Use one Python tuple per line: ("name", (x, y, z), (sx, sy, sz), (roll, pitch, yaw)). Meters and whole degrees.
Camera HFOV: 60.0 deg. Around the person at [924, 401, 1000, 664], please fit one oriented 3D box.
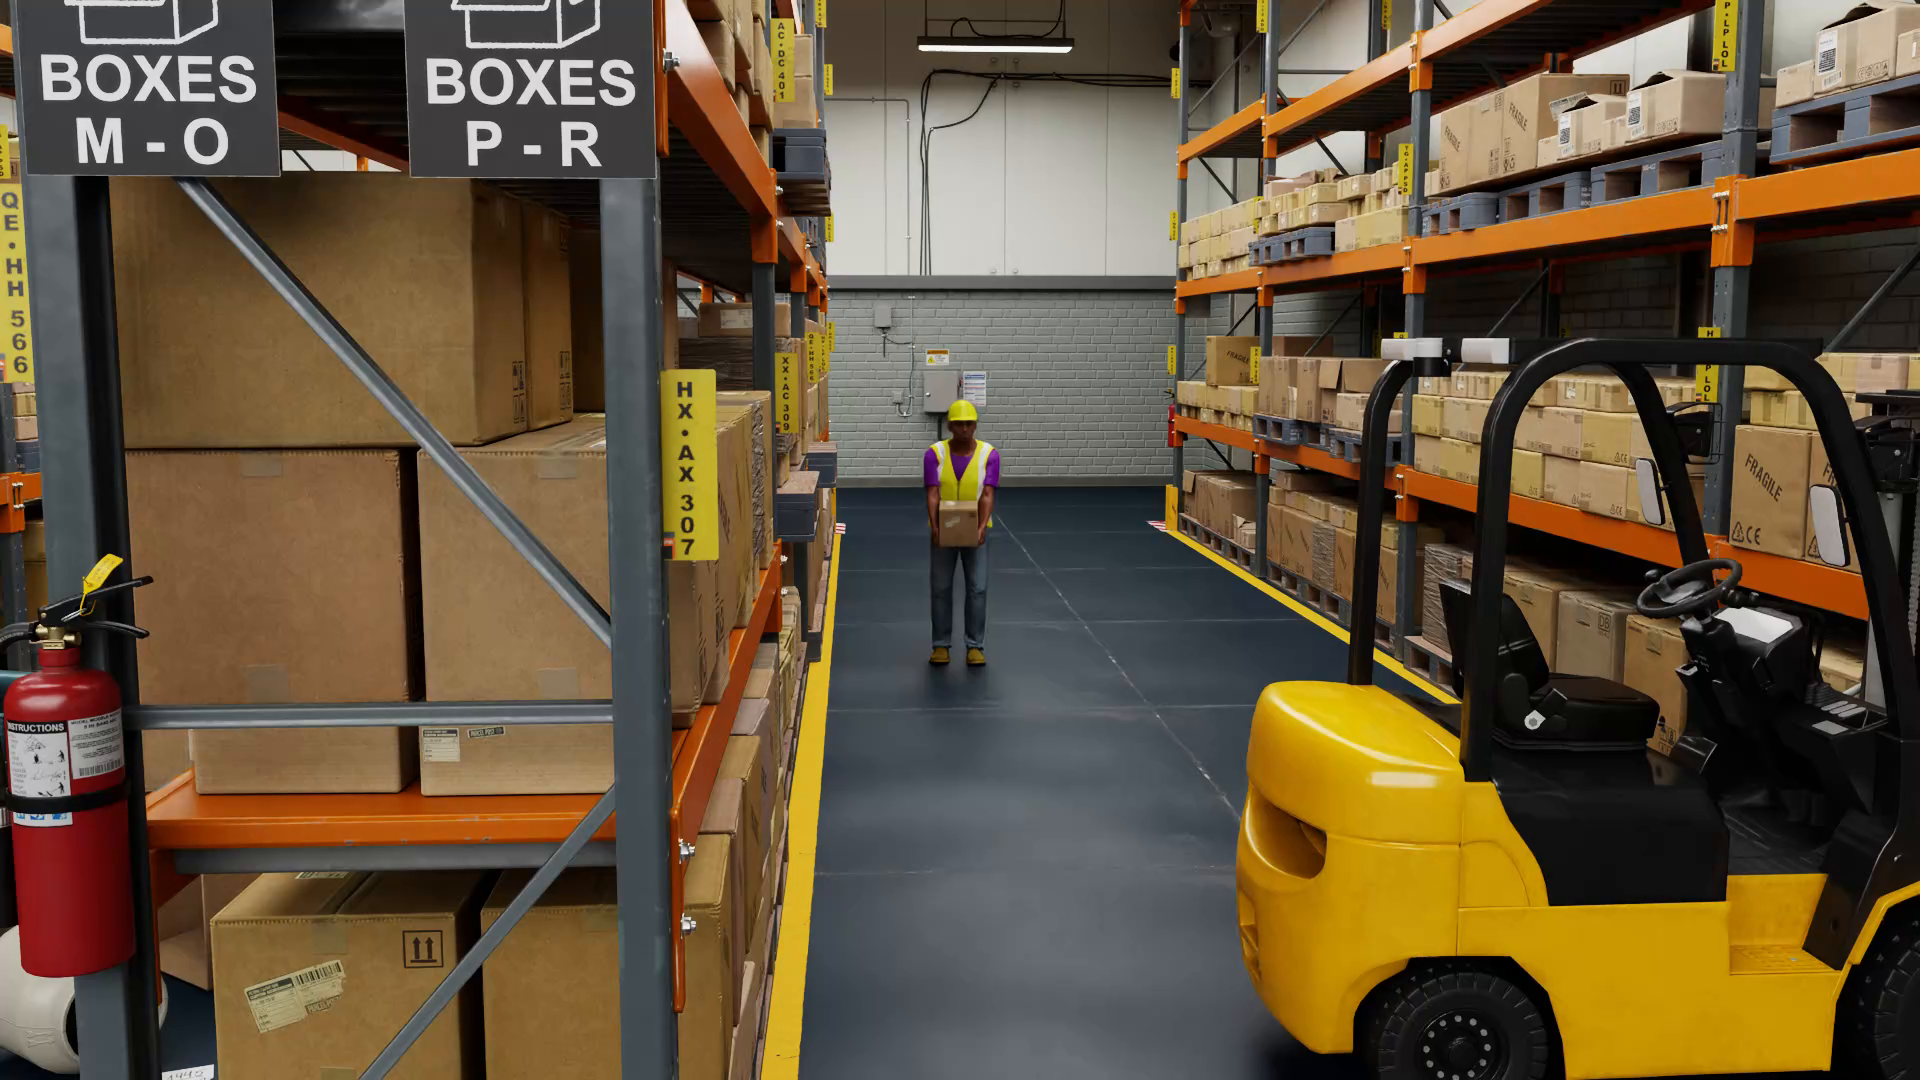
("person", (0.010, -0.046, 11.063), (0.505, 1.756, 0.577), (0, 7, 1))
